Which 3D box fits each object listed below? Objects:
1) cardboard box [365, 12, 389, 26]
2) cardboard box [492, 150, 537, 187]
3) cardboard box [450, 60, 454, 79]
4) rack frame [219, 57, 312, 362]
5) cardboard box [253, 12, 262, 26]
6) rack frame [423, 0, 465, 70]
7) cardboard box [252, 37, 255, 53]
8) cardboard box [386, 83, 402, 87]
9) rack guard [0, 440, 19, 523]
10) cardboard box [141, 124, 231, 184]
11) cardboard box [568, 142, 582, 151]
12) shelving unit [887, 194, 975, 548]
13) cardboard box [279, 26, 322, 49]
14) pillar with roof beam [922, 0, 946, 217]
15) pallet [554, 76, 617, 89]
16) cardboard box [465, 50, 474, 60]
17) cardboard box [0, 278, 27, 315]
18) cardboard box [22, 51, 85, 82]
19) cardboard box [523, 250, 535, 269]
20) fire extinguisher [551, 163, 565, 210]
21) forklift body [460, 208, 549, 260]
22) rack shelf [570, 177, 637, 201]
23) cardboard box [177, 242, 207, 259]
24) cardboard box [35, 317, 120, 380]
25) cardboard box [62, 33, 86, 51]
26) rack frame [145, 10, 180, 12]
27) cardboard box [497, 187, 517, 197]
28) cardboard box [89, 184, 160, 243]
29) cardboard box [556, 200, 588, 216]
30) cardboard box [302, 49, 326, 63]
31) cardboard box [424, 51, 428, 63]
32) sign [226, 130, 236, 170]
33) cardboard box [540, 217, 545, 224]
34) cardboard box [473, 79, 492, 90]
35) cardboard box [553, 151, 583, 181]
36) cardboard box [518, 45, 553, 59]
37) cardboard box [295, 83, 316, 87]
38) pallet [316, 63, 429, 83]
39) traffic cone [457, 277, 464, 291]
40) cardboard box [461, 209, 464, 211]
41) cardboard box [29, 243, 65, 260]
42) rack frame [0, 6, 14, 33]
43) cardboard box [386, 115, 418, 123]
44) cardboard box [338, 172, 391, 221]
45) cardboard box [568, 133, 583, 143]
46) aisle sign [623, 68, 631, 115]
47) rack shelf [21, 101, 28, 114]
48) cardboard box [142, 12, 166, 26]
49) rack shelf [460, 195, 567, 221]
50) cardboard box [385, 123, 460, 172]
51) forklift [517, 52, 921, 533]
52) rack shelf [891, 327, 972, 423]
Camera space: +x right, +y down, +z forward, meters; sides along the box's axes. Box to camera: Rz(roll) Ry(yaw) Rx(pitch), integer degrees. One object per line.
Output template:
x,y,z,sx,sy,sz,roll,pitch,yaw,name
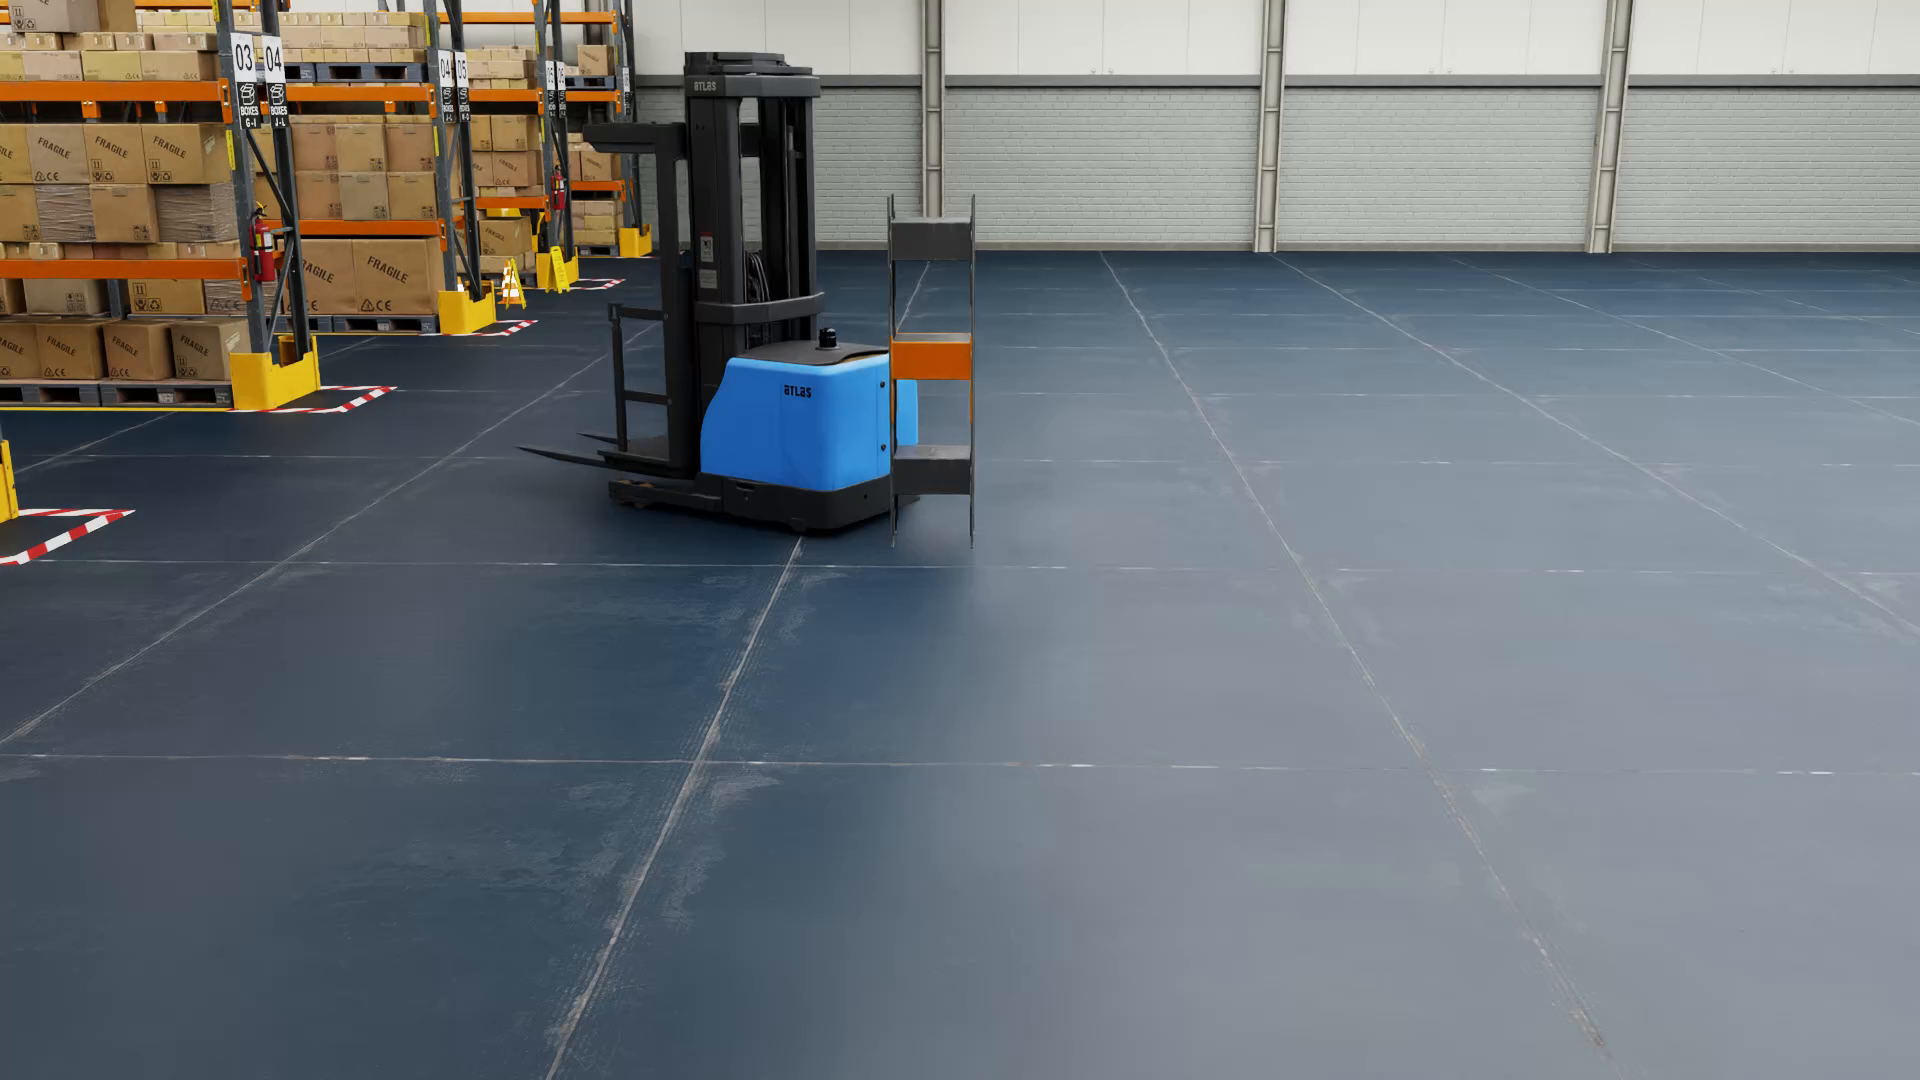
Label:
-6.536,-5.894,18.830,0.250,0.149,0.380,0,15,2,cardboard box
-6.466,-5.399,24.144,0.500,0.500,0.500,0,15,0,cardboard box
-7.456,-6.736,23.821,0.500,0.250,0.500,1,15,3,cardboard box
-6.169,-2.746,14.869,0.127,3.000,1.000,0,15,1,rack frame
-7.812,-5.902,18.860,0.250,0.149,0.380,0,15,2,cardboard box
-5.941,-6.911,18.896,0.127,3.000,1.000,0,15,1,rack frame
-6.439,-4.378,14.685,0.250,0.149,0.380,0,15,1,cardboard box
-8.065,-6.554,23.912,0.250,0.149,0.380,0,15,2,cardboard box
-6.373,-0.263,10.357,0.348,0.500,1.175,0,15,1,rack guard
-6.725,-3.362,14.466,0.500,0.500,0.500,0,15,1,cardboard box
-6.661,-6.844,28.931,0.250,0.149,0.380,1,15,2,cardboard box
-0.165,-1.016,10.076,0.503,2.100,0.431,0,15,1,shelving unit
-7.440,-5.722,18.961,0.500,0.250,0.500,0,15,1,cardboard box
-0.578,-8.538,25.060,0.400,9.000,9.100,0,15,1,pillar with roof beam
-6.499,-7.958,28.917,1.213,0.211,1.003,0,15,1,pallet
-7.026,-6.938,23.807,0.250,0.149,0.380,0,15,2,cardboard box
-11.527,-3.140,19.949,0.750,0.750,1.050,0,15,1,cardboard box
-7.669,-4.070,14.302,0.500,0.250,0.500,1,15,3,cardboard box
-6.715,-4.223,25.032,0.500,0.250,0.500,0,15,1,cardboard box
-5.813,-5.118,24.010,0.183,0.674,0.296,0,15,1,fire extinguisher
-7.735,-5.676,27.638,1.214,2.155,2.313,0,15,1,forklift body
-7.792,-6.205,29.387,4.000,0.370,1.077,0,15,1,rack shelf
-6.709,-2.576,14.715,0.250,0.149,0.380,0,15,1,cardboard box
-8.017,-1.753,15.181,0.500,0.500,0.500,2,15,7,cardboard box
-7.484,-4.273,14.290,0.250,0.149,0.380,1,15,2,cardboard box
-13.790,-9.492,28.678,0.127,3.000,1.000,0,15,1,rack frame
-6.551,-5.073,24.182,0.250,0.149,0.380,0,15,1,cardboard box
-7.221,-2.922,14.755,0.500,0.500,0.875,0,15,1,cardboard box
-6.772,-5.822,29.133,0.500,0.250,0.500,1,15,2,cardboard box
-7.300,-5.513,18.950,0.250,0.149,0.380,0,15,1,cardboard box
-6.276,-5.675,19.562,0.250,0.149,0.380,0,15,2,cardboard box
-6.203,-3.317,14.145,0.005,0.325,0.100,0,15,1,sign
-7.305,-5.582,29.205,0.500,0.250,0.500,0,15,0,cardboard box
-6.794,-6.537,23.850,0.250,0.149,0.380,1,15,3,cardboard box
-6.810,-6.530,29.013,0.500,0.500,0.500,1,15,3,cardboard box
-7.263,-8.262,28.682,0.500,0.500,0.700,0,15,2,cardboard box
-9.349,-6.547,23.888,0.250,0.149,0.380,0,15,1,cardboard box
-6.683,-5.420,19.298,1.213,0.211,1.003,0,15,1,pallet
-6.436,-3.149,21.370,0.334,0.463,0.336,0,15,1,traffic cone
-7.343,-4.750,24.288,0.250,0.149,0.380,1,15,2,cardboard box
-7.962,-2.557,14.644,0.250,0.149,0.380,0,15,1,cardboard box
-13.913,-8.226,23.880,0.127,3.000,1.000,0,15,1,rack frame
-7.946,-5.918,24.151,0.500,0.500,0.700,0,15,1,cardboard box
-6.864,-4.072,19.600,0.550,0.550,0.875,0,15,1,cardboard box
-6.666,-6.982,28.874,0.250,0.149,0.380,1,15,3,cardboard box
-5.735,-7.721,28.629,0.004,0.787,0.394,0,15,1,aisle sign
-15.913,-6.441,24.404,4.000,0.370,1.077,0,15,1,rack shelf
-9.077,-5.910,18.892,0.250,0.149,0.380,0,15,1,cardboard box
-7.915,-4.939,24.589,4.000,0.370,1.077,0,15,1,rack shelf
-6.311,-4.617,19.551,0.550,0.550,0.875,0,15,1,cardboard box
-1.770,-1.731,11.156,3.031,2.935,1.130,10,18,33,forklift
-0.165,-1.003,10.080,0.480,0.518,0.431,0,15,1,rack shelf
